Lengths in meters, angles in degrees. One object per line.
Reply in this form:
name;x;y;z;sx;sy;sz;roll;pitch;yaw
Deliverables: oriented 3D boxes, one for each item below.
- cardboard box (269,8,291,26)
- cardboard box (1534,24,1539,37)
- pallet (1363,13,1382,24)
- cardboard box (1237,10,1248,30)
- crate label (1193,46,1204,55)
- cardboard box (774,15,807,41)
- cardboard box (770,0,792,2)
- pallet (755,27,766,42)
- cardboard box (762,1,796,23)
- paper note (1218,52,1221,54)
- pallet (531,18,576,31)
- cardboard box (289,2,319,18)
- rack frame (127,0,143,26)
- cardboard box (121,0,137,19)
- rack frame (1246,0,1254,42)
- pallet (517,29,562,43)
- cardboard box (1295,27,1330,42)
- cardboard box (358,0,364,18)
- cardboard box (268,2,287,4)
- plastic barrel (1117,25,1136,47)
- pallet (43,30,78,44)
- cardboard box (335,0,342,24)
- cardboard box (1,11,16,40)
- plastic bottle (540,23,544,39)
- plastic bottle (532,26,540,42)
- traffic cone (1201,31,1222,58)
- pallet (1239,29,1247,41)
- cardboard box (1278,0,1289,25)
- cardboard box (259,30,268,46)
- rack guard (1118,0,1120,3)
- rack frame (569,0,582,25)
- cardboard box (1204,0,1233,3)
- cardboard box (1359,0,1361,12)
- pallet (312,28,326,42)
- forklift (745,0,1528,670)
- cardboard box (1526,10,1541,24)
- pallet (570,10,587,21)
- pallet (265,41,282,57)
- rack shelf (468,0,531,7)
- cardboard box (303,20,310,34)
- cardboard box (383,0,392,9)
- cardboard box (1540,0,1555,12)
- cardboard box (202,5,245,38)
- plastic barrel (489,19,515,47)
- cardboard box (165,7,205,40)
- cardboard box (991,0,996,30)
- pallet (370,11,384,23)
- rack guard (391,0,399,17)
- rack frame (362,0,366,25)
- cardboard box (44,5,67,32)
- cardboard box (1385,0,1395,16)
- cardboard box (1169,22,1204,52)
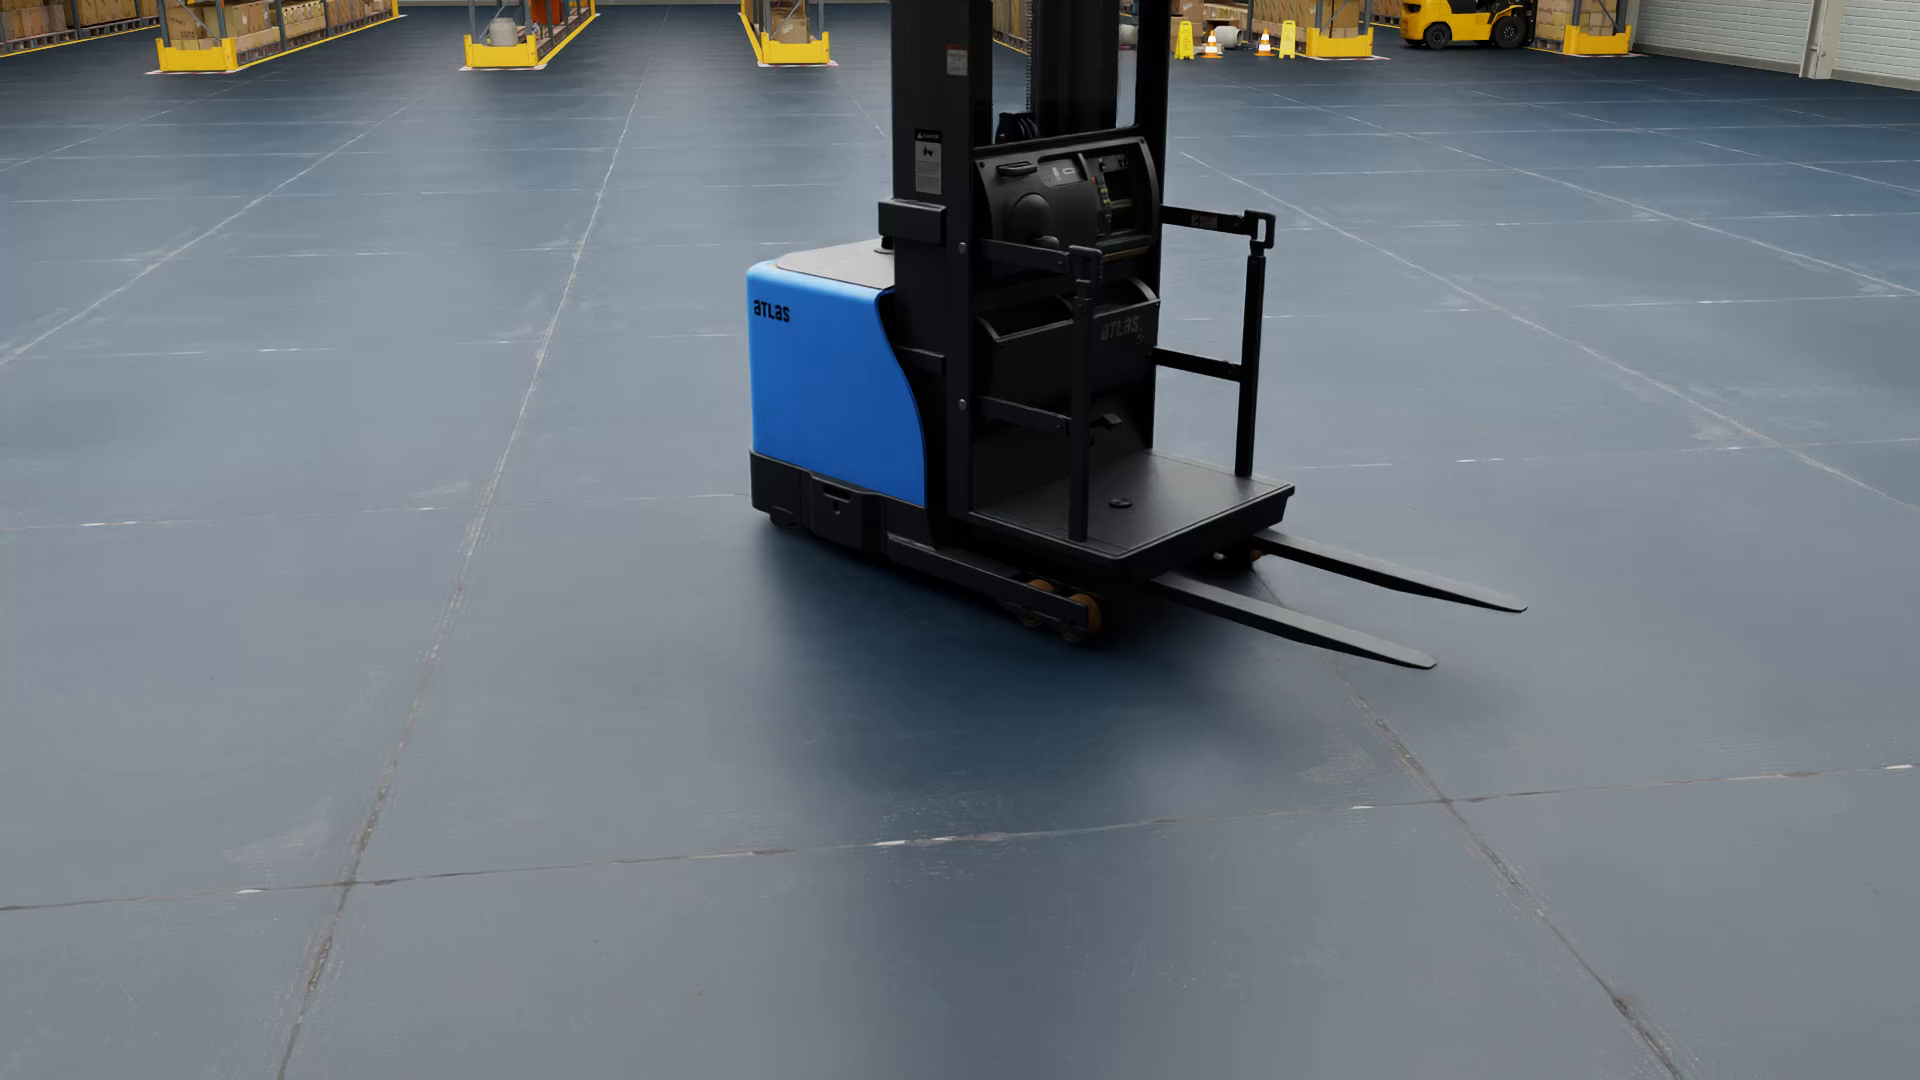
cardboard box;-13.057;-9.960;31.624;0.500;0.311;0.500;-3;21;-8
cardboard box;11.348;-9.899;32.263;0.500;0.250;0.500;-3;21;-7
pallet;10.458;-12.643;40.265;1.003;0.211;1.213;-3;21;-8
cardboard box;6.288;-10.778;34.442;0.950;0.372;0.625;-3;21;-7
crate label;4.380;-9.084;30.842;0.250;0.136;0.298;-15;25;-35
cardboard box;-3.057;-9.194;30.018;0.500;0.500;0.500;2;21;6
cardboard box;-3.804;-11.489;35.061;0.500;0.250;0.500;-1;20;-2
pallet;-3.733;-10.518;34.575;1.003;0.211;1.213;-3;21;-8
cardboard box;-3.808;-11.129;35.169;0.700;0.500;0.500;-5;21;-12
paper note;4.837;-9.082;30.989;0.148;0.019;0.142;-11;23;-26
pallet;-9.246;-11.652;37.612;1.003;0.211;1.213;-3;21;-8
cardboard box;-13.420;-10.840;33.982;0.500;0.311;0.500;-3;21;-9
rack frame;-19.299;-13.151;37.641;1.000;3.000;0.127;-3;21;-8
cardboard box;-19.076;-12.123;37.359;0.750;0.750;0.750;-3;21;-7
rack frame;6.366;-11.631;33.570;1.000;3.000;0.127;-3;21;-8
pallet;-8.672;-10.268;33.907;1.003;0.211;1.213;-3;21;-8
cardboard box;6.556;-9.429;31.005;0.500;0.250;0.500;-3;21;-8
cardboard box;-14.042;-12.281;38.255;0.500;0.500;0.500;-3;21;-8
cardboard box;-13.952;-10.811;33.904;0.500;0.311;0.500;-3;21;-9
plastic barrel;3.164;-9.824;32.414;0.512;0.421;0.421;12;24;30
pallet;-18.611;-10.190;33.696;1.003;0.211;1.213;-3;21;-8
cardboard box;-13.684;-11.406;35.911;0.500;0.500;0.500;-4;21;-10
cardboard box;-18.268;-9.671;31.265;0.700;0.500;0.500;-2;21;-6
plastic bottle;-7.946;-9.665;31.560;0.061;0.283;0.133;-2;21;-5
plastic bottle;-7.870;-9.368;30.776;0.152;0.276;0.135;-3;21;-7
traffic cone;4.555;-8.968;30.065;0.336;0.463;0.334;-3;21;-8
pallet;6.252;-10.594;34.779;1.003;0.211;1.213;-3;21;-8
cardboard box;6.425;-10.126;31.798;0.500;0.500;0.500;-3;21;-9
cardboard box;-12.812;-9.046;29.978;0.500;0.250;0.500;-3;21;-8
rack guard;4.633;-14.623;45.154;1.175;0.500;0.348;-3;21;-8
rack frame;-9.495;-13.651;38.979;1.000;3.000;0.127;-3;21;-8
cardboard box;5.772;-12.461;38.228;0.875;0.875;0.875;-3;21;-8
cardboard box;10.058;-13.315;41.053;0.500;0.500;0.500;-3;21;-8
pallet;-13.740;-10.424;34.325;1.003;0.211;1.213;-3;21;-8
forklift;0.550;-1.224;5.805;3.031;2.935;1.130;18;27;40
cardboard box;11.318;-10.145;32.207;0.500;0.250;0.500;-3;21;-9
pallet;-9.818;-13.021;41.277;1.003;0.211;1.213;-3;21;-8
pallet;-13.171;-9.049;30.642;1.003;0.211;1.213;-3;21;-8
rack shelf;-8.053;-9.852;29.835;1.077;0.370;4.000;-3;21;-8
cardboard box;-13.279;-10.226;33.138;0.500;0.250;0.500;-3;21;-7
cardboard box;-14.652;-13.647;41.911;0.500;0.500;0.500;-3;21;-8
cardboard box;11.399;-10.195;31.626;0.500;0.250;0.500;-3;21;-7
cardboard box;-12.598;-8.878;28.456;0.500;0.500;0.500;-3;21;-8
plastic barrel;-7.936;-8.752;28.816;0.421;0.512;0.421;0;20;0
cardboard box;-13.039;-8.678;27.923;0.500;0.500;0.500;-3;21;-8
cardboard box;1.168;-11.034;34.586;1.050;0.750;0.750;-3;21;-8
pallet;-14.674;-12.757;40.572;1.003;0.211;1.213;-3;21;-8
rack guard;-14.963;-13.590;42.388;1.175;0.500;0.348;-3;21;-8
rack frame;-14.397;-13.403;38.313;1.000;3.000;0.127;-3;21;-8
cardboard box;-18.567;-10.555;33.633;0.700;0.500;0.500;-3;21;-7
cardboard box;10.365;-12.603;39.144;0.500;0.500;0.500;-3;21;-9
cardboard box;4.184;-9.557;31.585;0.637;0.503;0.797;17;27;39
